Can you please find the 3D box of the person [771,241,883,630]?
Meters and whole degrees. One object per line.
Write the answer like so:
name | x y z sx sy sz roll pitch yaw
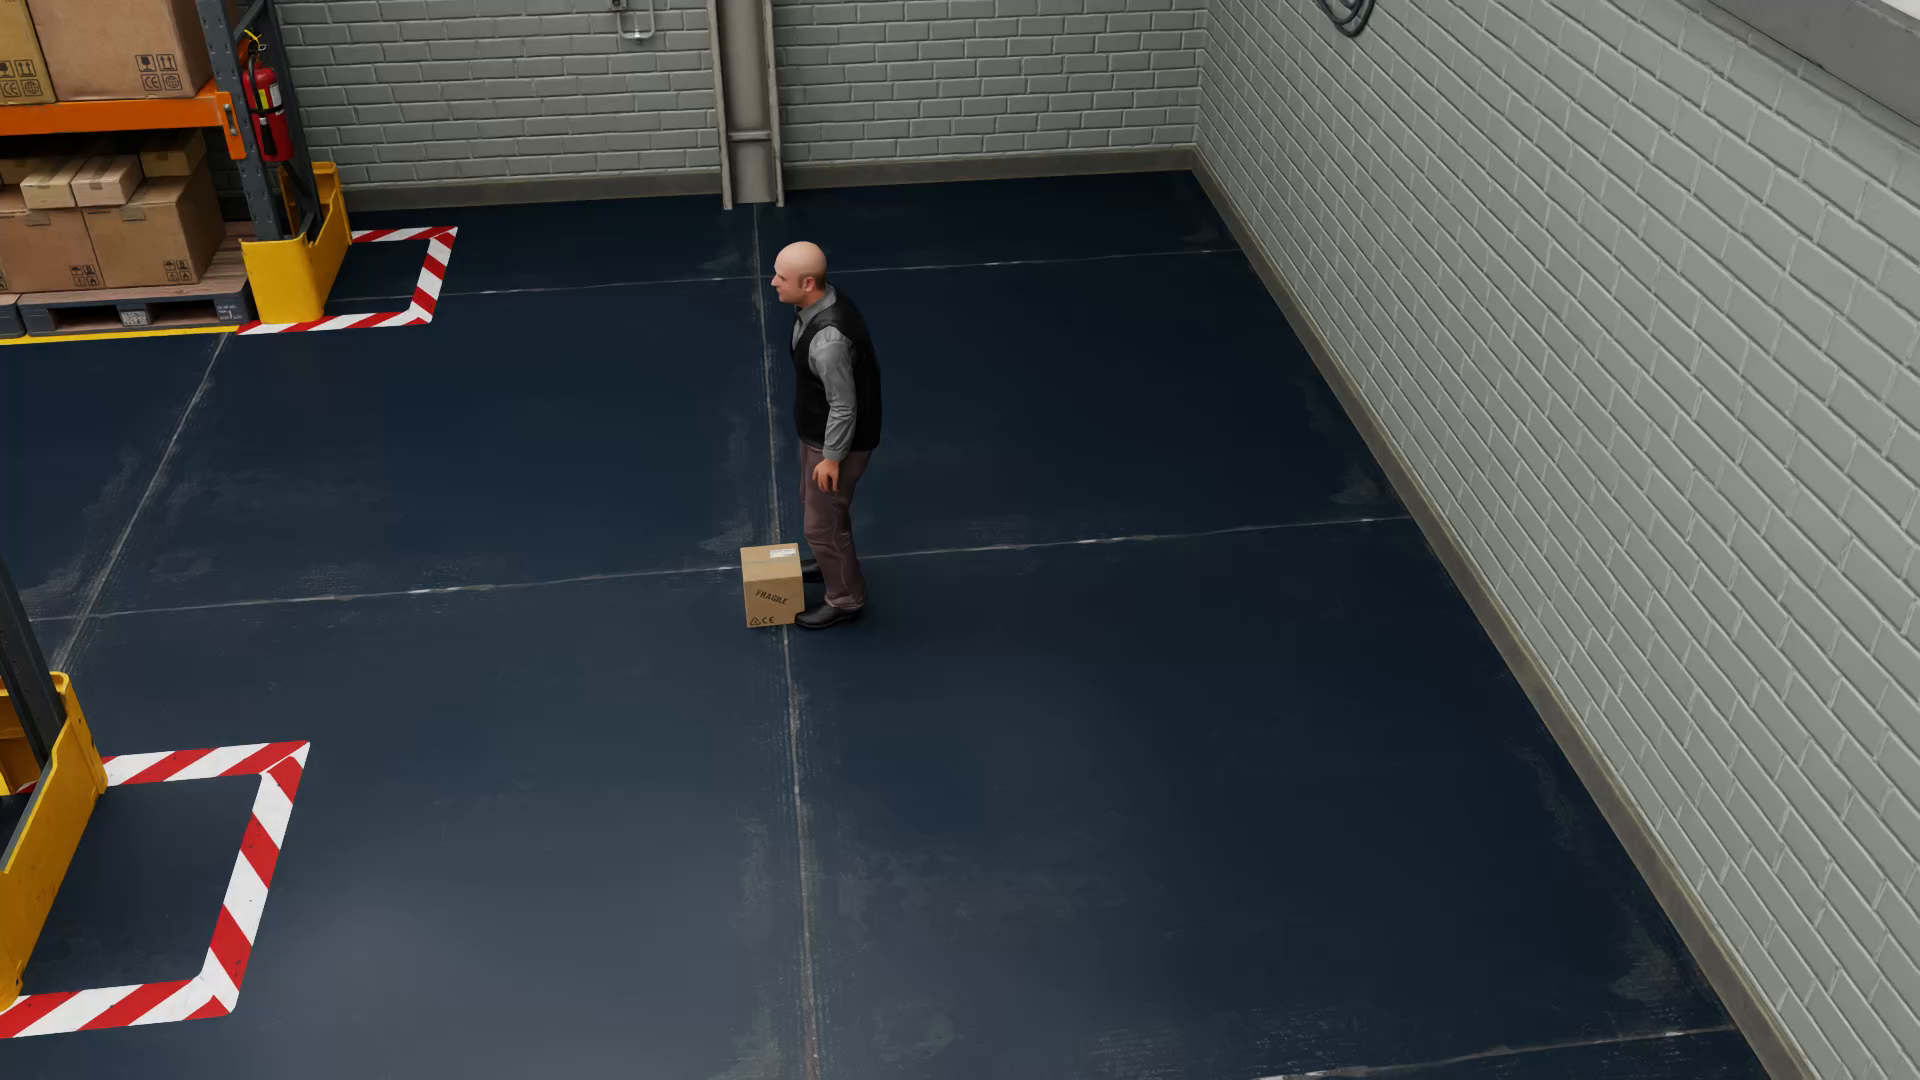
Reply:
person | -0.529 -0.433 6.793 0.421 1.721 0.593 -6 35 -9
